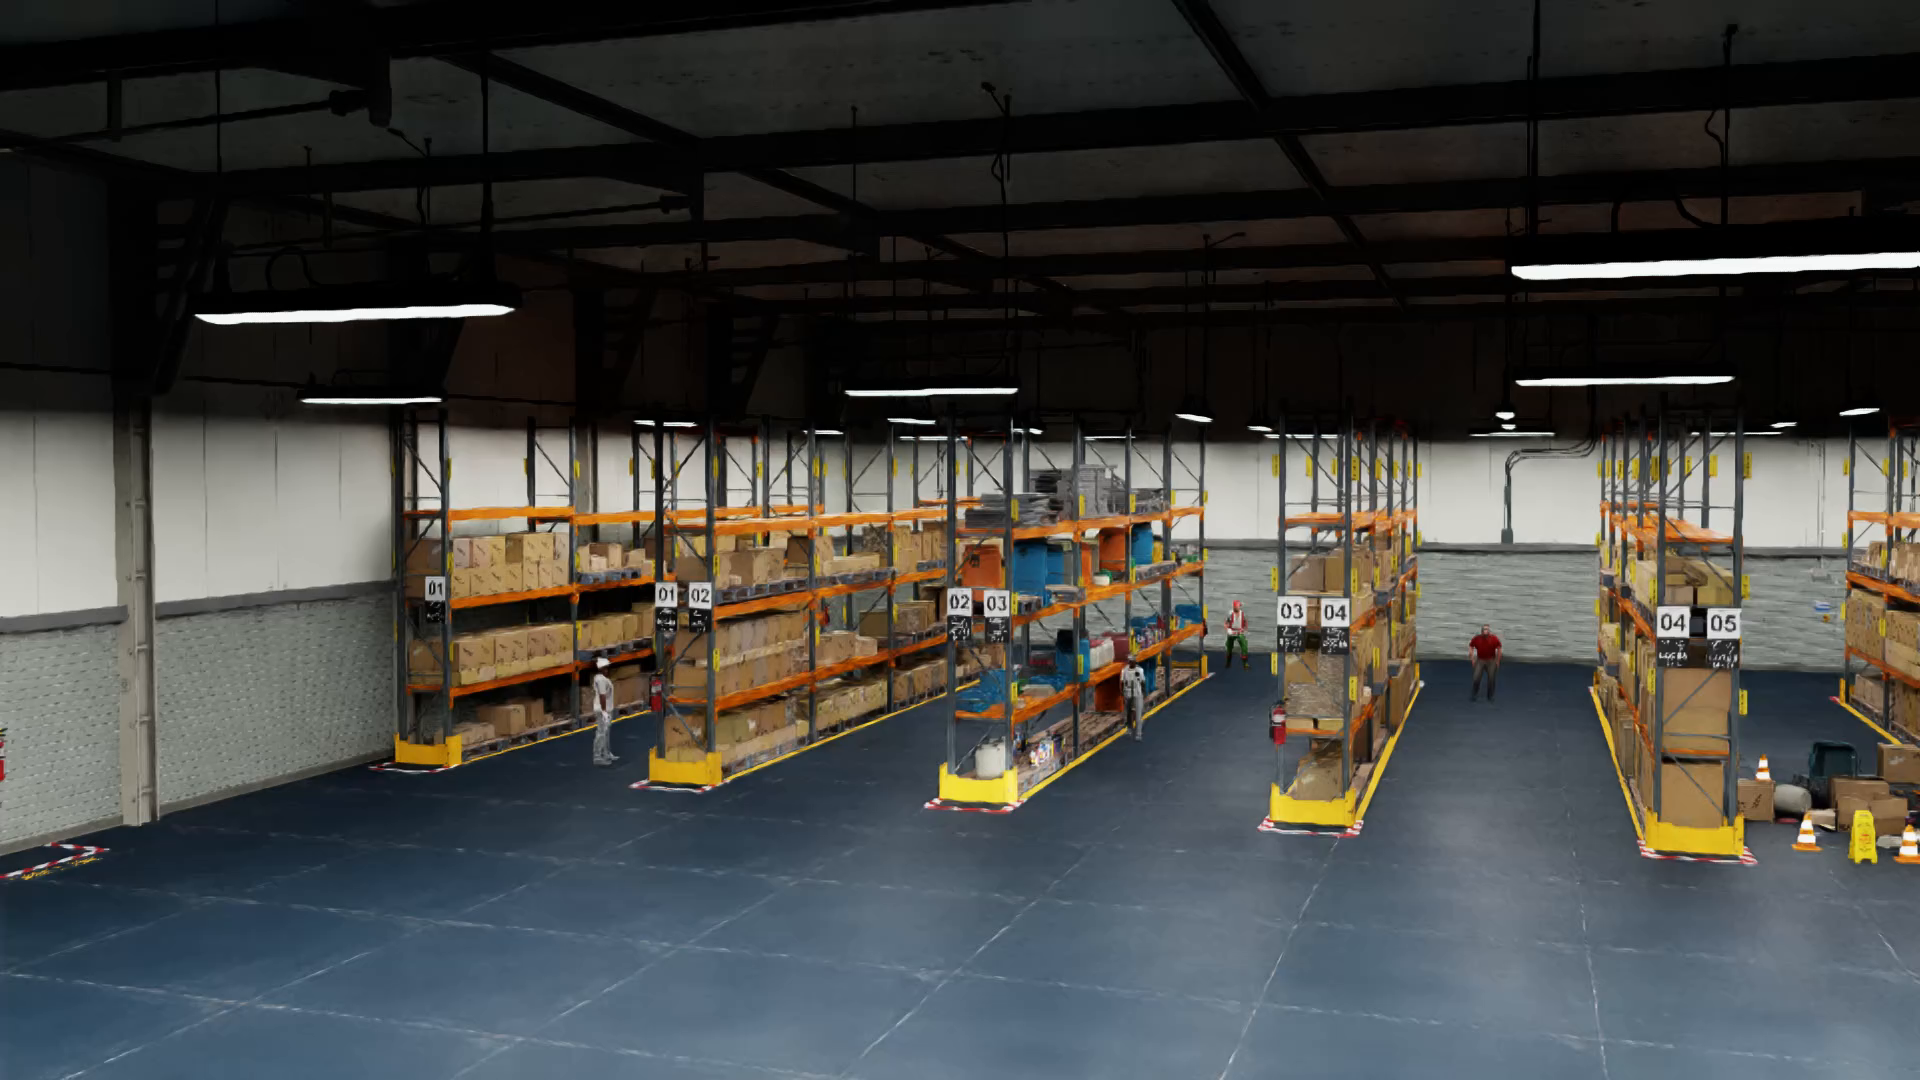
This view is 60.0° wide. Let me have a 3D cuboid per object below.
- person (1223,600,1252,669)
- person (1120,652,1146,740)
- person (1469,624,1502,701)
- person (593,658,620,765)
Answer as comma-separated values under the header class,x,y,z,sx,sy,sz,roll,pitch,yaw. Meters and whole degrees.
class,x,y,z,sx,sy,sz,roll,pitch,yaw
person,6.915,2.349,41.610,0.684,1.715,0.844,0,2,2
person,3.197,2.862,30.817,0.470,1.595,1.060,0,2,9
person,11.309,2.635,35.816,0.682,1.675,0.529,1,3,16
person,-6.001,2.881,28.193,0.450,1.782,0.614,-1,2,-12
